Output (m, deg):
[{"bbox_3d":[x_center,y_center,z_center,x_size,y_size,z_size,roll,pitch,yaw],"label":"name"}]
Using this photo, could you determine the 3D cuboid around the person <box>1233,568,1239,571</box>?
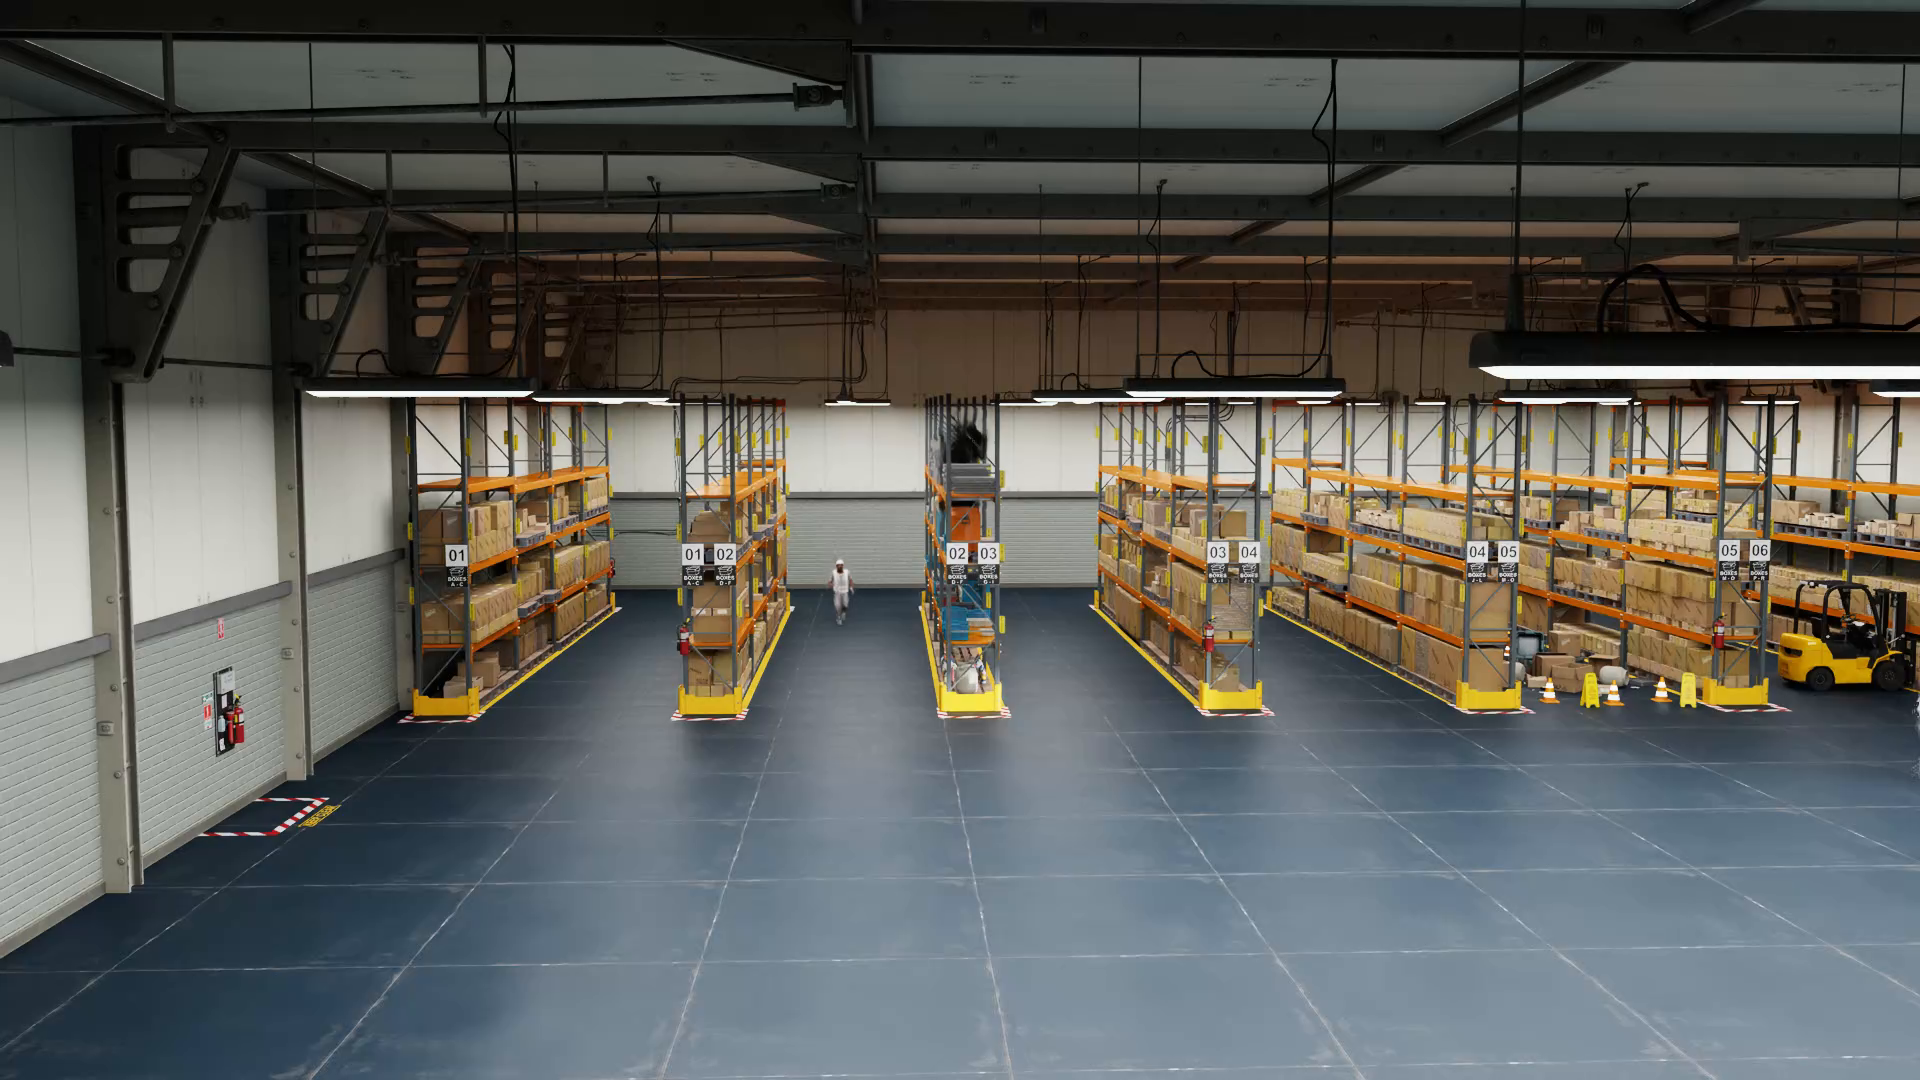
[{"bbox_3d":[7.666,1.205,46.731,0.623,1.661,0.619,1,5,10],"label":"person"}]

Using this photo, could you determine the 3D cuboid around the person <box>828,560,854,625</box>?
[{"bbox_3d":[-3.139,1.387,43.939,0.681,1.729,0.632,-1,5,-12],"label":"person"}]
